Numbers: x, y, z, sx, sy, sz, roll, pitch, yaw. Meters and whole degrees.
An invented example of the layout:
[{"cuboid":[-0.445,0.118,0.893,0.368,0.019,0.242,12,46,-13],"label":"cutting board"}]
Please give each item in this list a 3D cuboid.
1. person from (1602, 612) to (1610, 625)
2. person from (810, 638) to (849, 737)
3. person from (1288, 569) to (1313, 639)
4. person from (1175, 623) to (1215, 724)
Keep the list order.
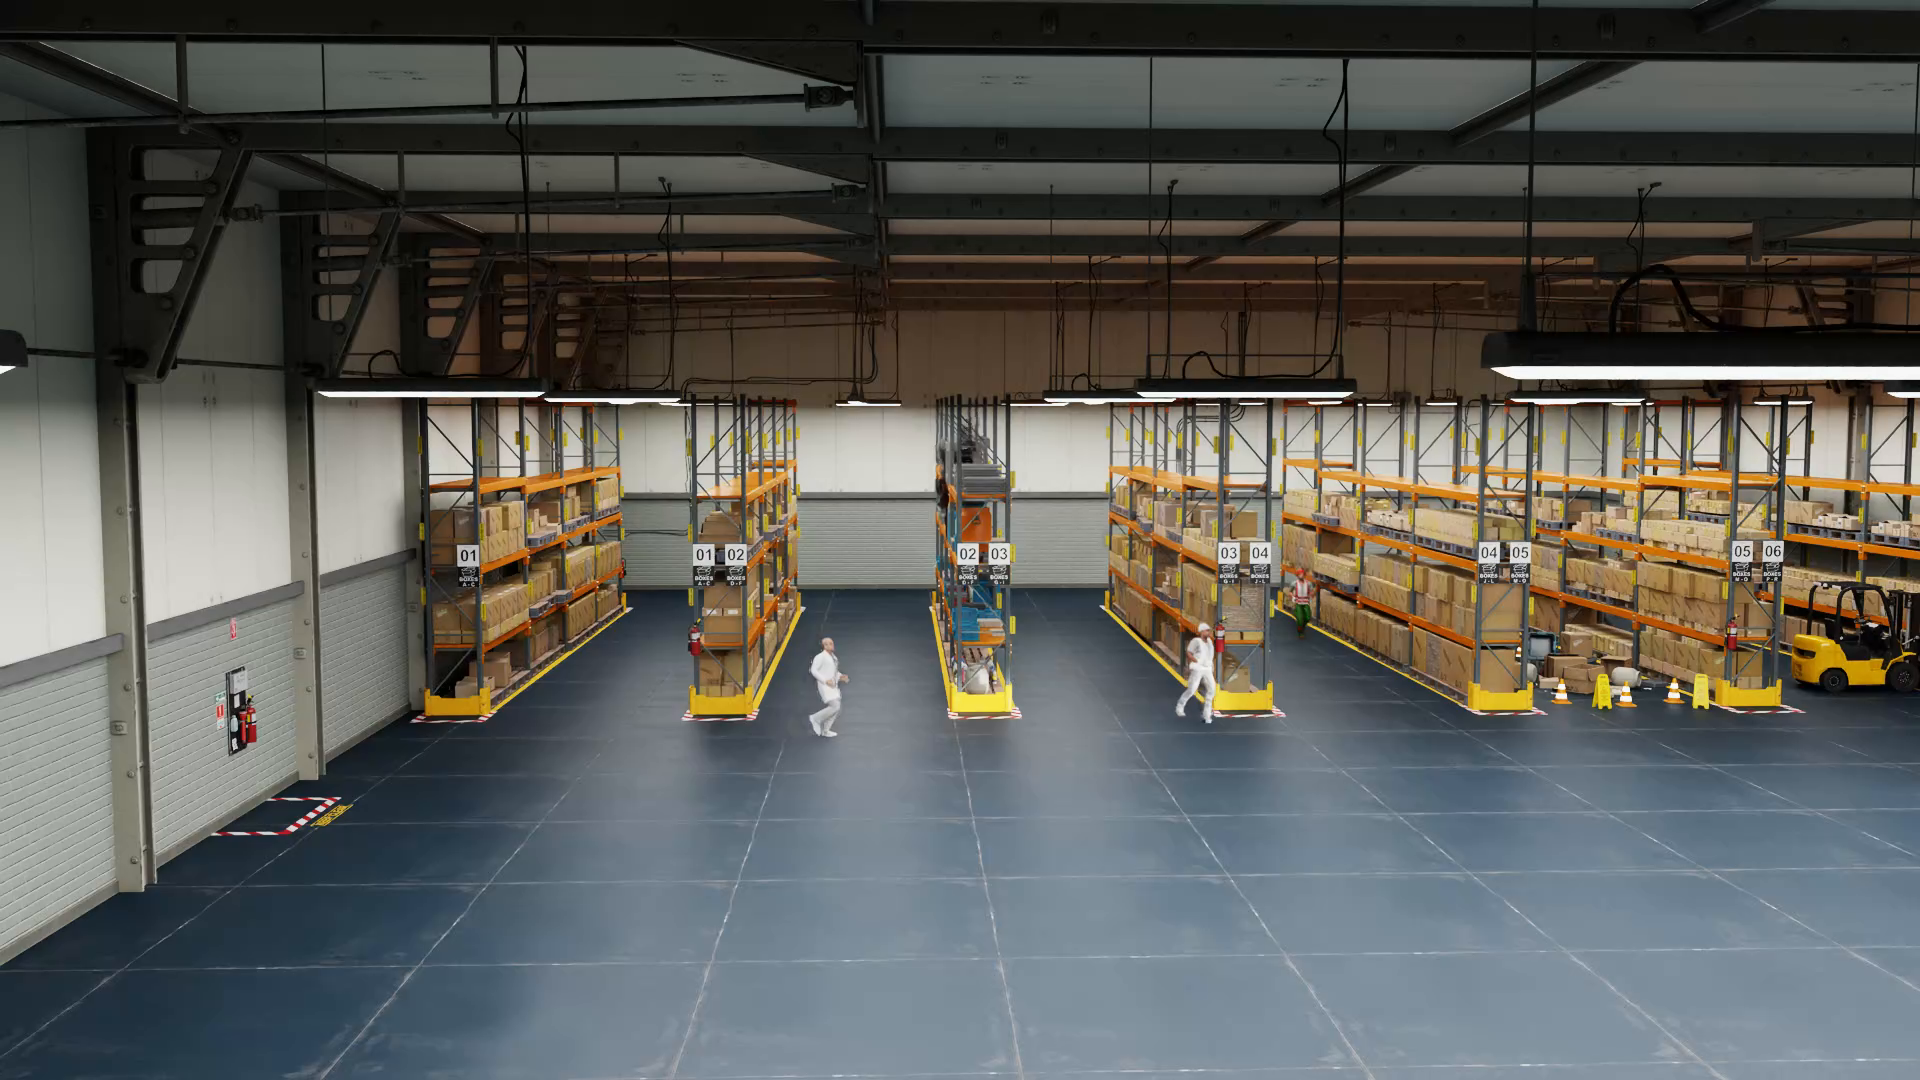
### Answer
[{"cuboid":[16.636,1.488,42.969,0.663,1.726,0.940,0,5,-4],"label":"person"},{"cuboid":[-2.287,2.569,29.005,0.630,1.731,0.687,1,5,18],"label":"person"},{"cuboid":[8.499,1.594,41.403,0.636,1.740,0.586,0,4,1],"label":"person"},{"cuboid":[4.463,2.435,30.655,0.743,1.807,0.795,-3,6,-36],"label":"person"}]
